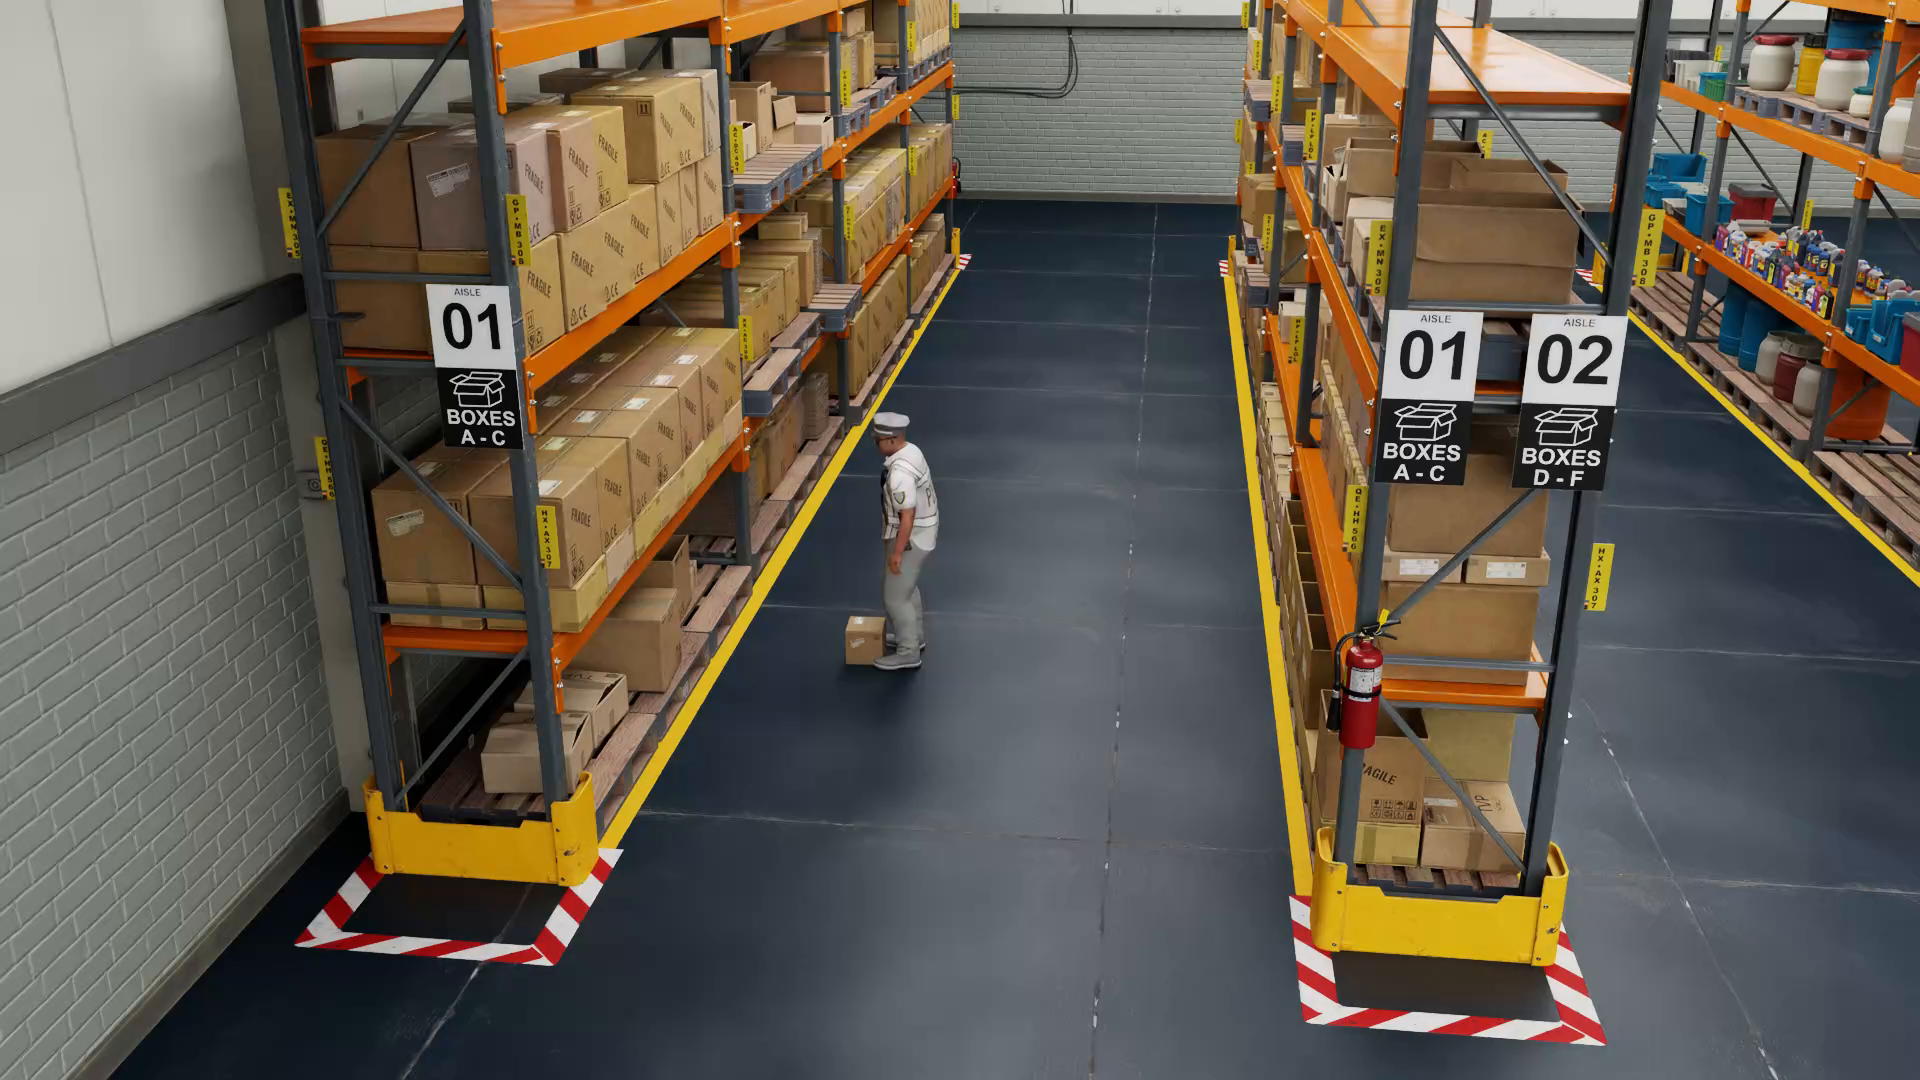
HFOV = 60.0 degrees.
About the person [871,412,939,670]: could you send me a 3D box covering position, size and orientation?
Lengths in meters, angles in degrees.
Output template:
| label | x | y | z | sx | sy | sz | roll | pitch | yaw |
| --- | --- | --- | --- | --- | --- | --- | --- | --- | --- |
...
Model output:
| label | x | y | z | sx | sy | sz | roll | pitch | yaw |
| --- | --- | --- | --- | --- | --- | --- | --- | --- | --- |
| person | -0.364 | -0.003 | 11.081 | 0.437 | 1.747 | 0.596 | 1 | 21 | 3 |
